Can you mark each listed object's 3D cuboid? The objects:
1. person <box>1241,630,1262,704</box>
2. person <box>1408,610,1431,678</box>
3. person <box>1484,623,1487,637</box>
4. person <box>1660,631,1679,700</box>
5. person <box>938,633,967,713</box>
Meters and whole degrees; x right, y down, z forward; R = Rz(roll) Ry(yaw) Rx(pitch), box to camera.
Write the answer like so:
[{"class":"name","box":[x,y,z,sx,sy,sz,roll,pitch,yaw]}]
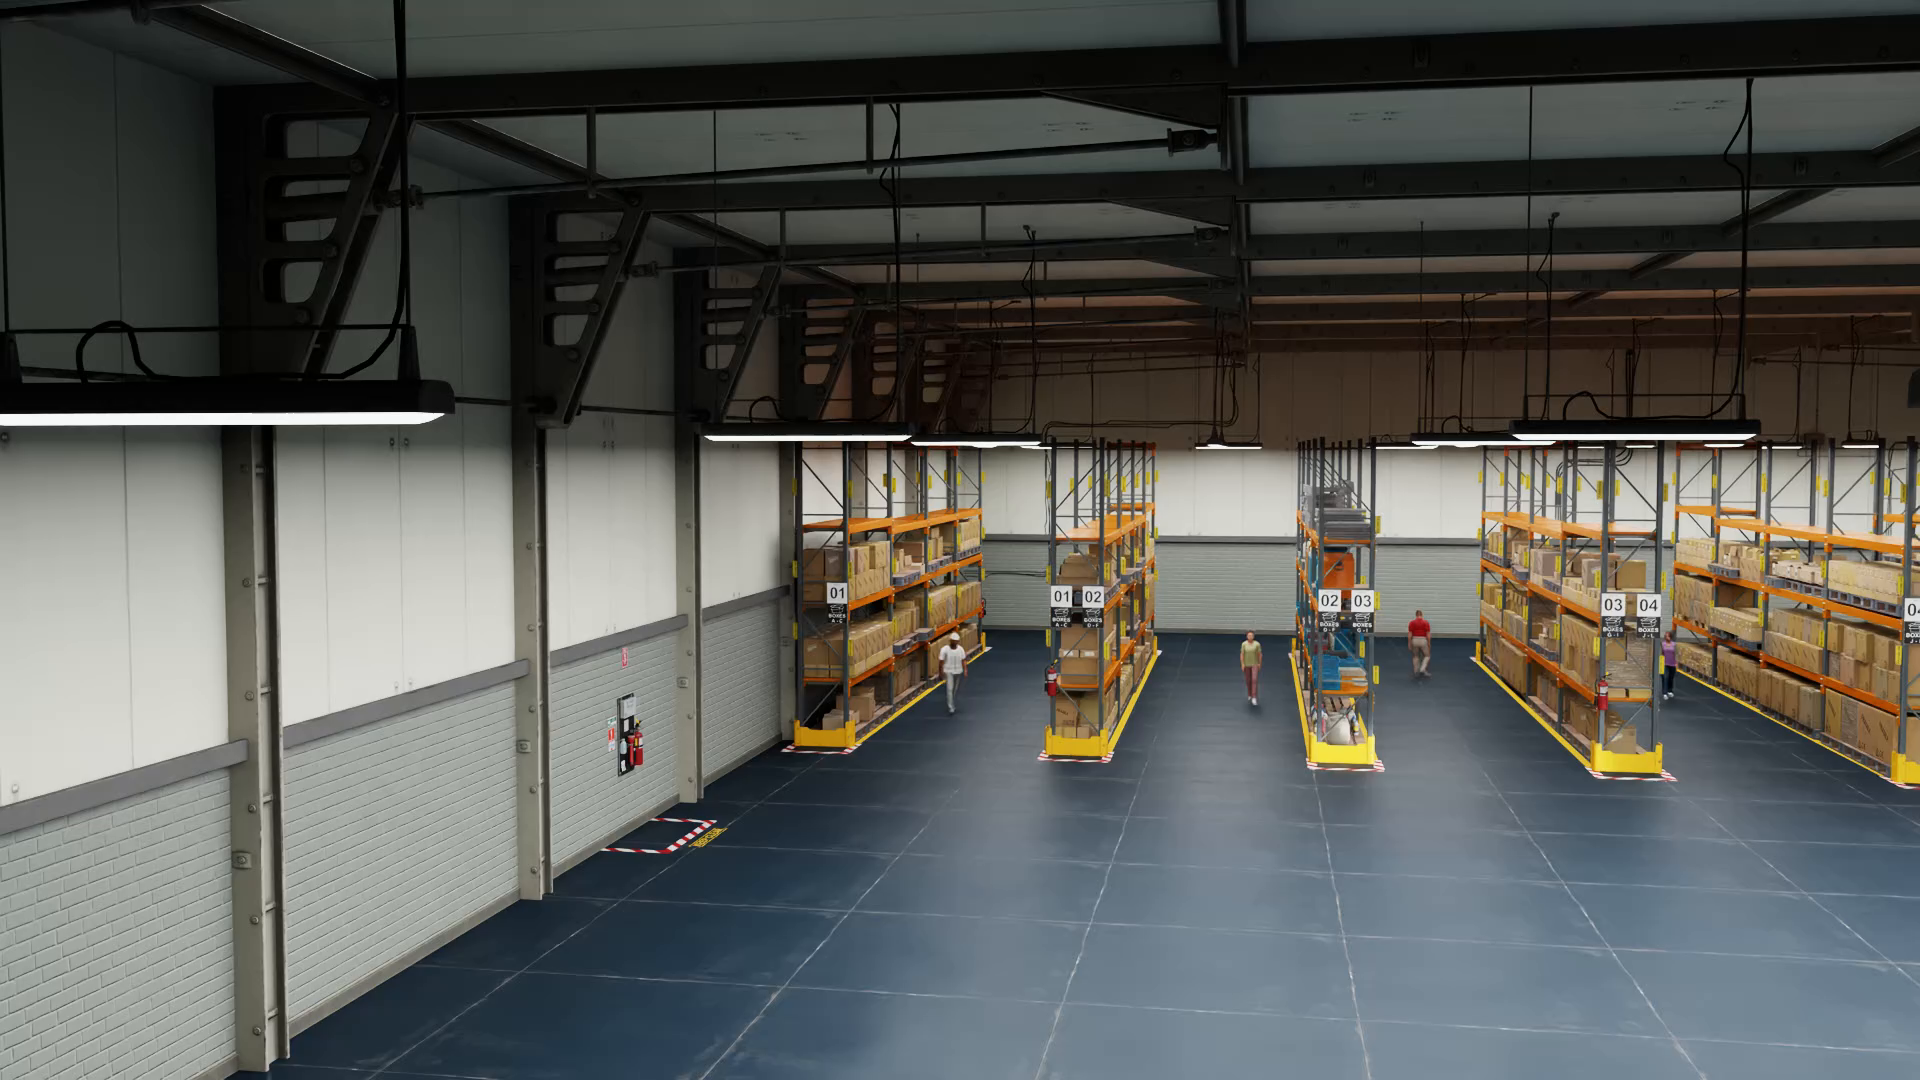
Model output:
[{"class":"person","box":[6.622,2.872,37.950,0.461,1.633,0.905,1,3,22]},{"class":"person","box":[11.649,2.636,42.139,0.589,1.724,0.554,1,3,21]},{"class":"person","box":[15.293,2.302,47.632,0.735,1.767,0.588,-2,4,-34]},{"class":"person","box":[16.371,2.893,38.398,0.432,1.552,0.902,1,3,21]},{"class":"person","box":[-0.131,2.908,36.508,0.594,1.726,0.923,-1,3,-26]}]
